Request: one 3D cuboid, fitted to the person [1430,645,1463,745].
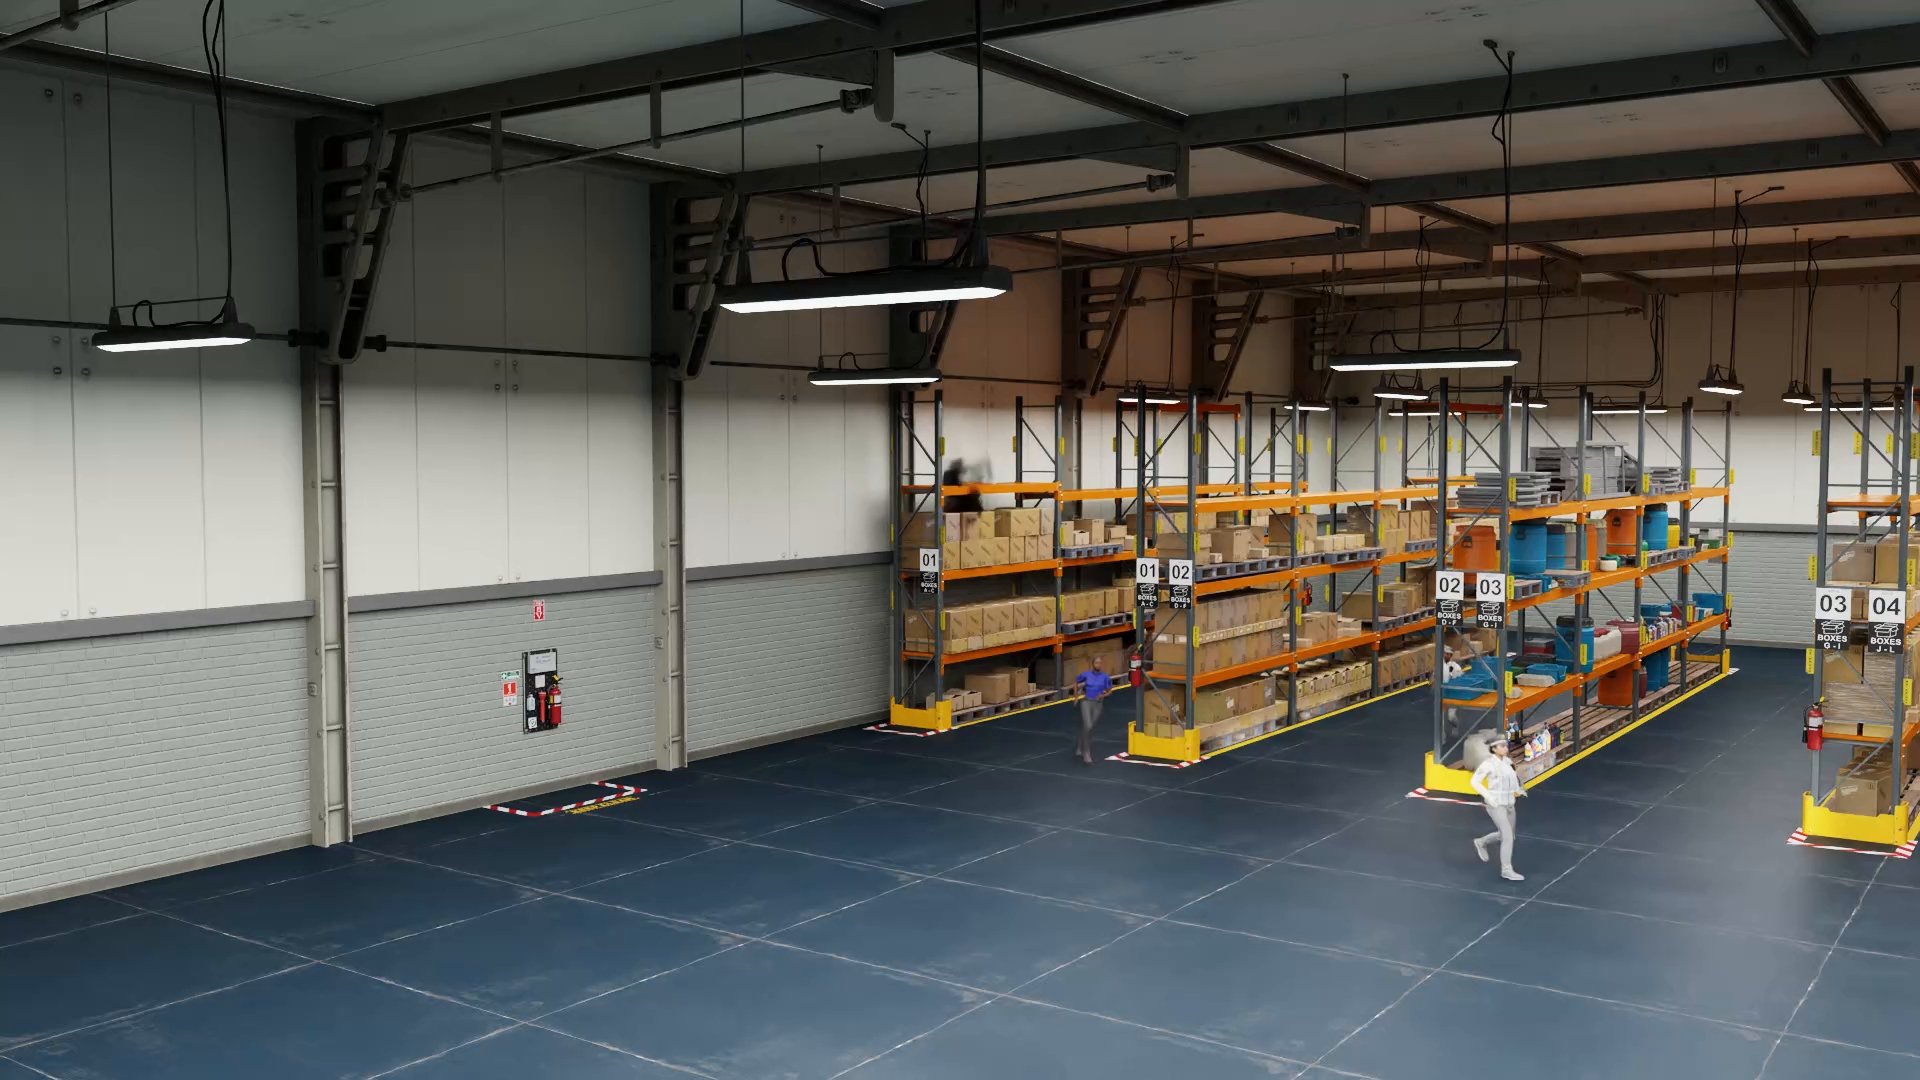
[{"bbox_3d":[8.193,2.593,28.040,0.581,1.655,0.701,2,4,31],"label":"person"}]

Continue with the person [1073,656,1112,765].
[{"bbox_3d":[2.132,2.702,26.505,0.583,1.622,0.790,-1,3,-10],"label":"person"}]

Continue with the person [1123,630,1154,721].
[{"bbox_3d":[3.182,2.549,29.032,0.714,1.557,1.081,2,4,27],"label":"person"}]

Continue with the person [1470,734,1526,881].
[{"bbox_3d":[6.267,3.076,19.372,0.626,1.662,0.766,-2,4,-31],"label":"person"}]
